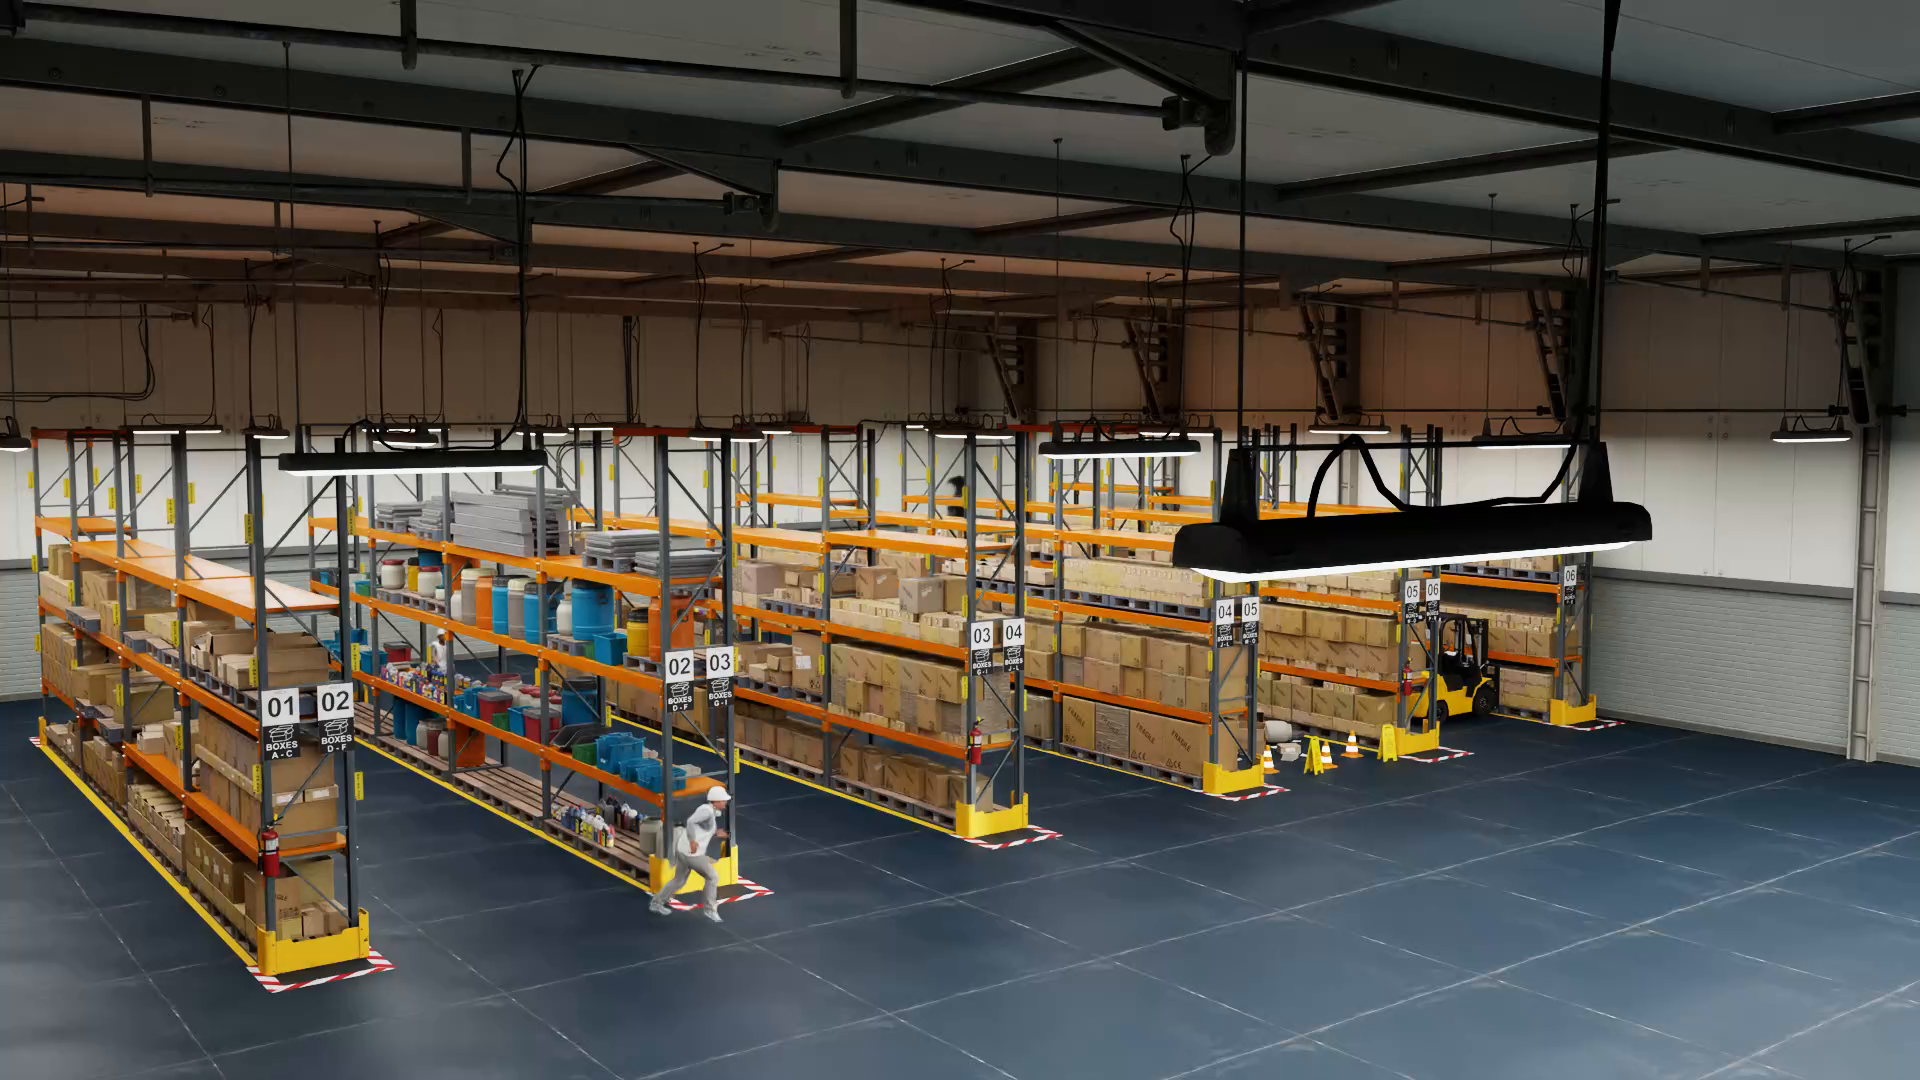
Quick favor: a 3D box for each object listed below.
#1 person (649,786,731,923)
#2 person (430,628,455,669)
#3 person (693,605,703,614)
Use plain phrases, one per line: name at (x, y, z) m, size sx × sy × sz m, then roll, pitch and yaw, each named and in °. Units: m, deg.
person at (-3.329, 3.907, 20.509) m, size 1.028 × 1.732 × 0.703 m, roll 0°, pitch 4°, yaw -6°
person at (-10.869, 2.718, 34.911) m, size 0.610 × 1.750 × 0.785 m, roll -4°, pitch 6°, yaw -43°
person at (-6.558, 2.274, 40.540) m, size 0.688 × 1.788 × 0.716 m, roll -2°, pitch 5°, yaw -25°
